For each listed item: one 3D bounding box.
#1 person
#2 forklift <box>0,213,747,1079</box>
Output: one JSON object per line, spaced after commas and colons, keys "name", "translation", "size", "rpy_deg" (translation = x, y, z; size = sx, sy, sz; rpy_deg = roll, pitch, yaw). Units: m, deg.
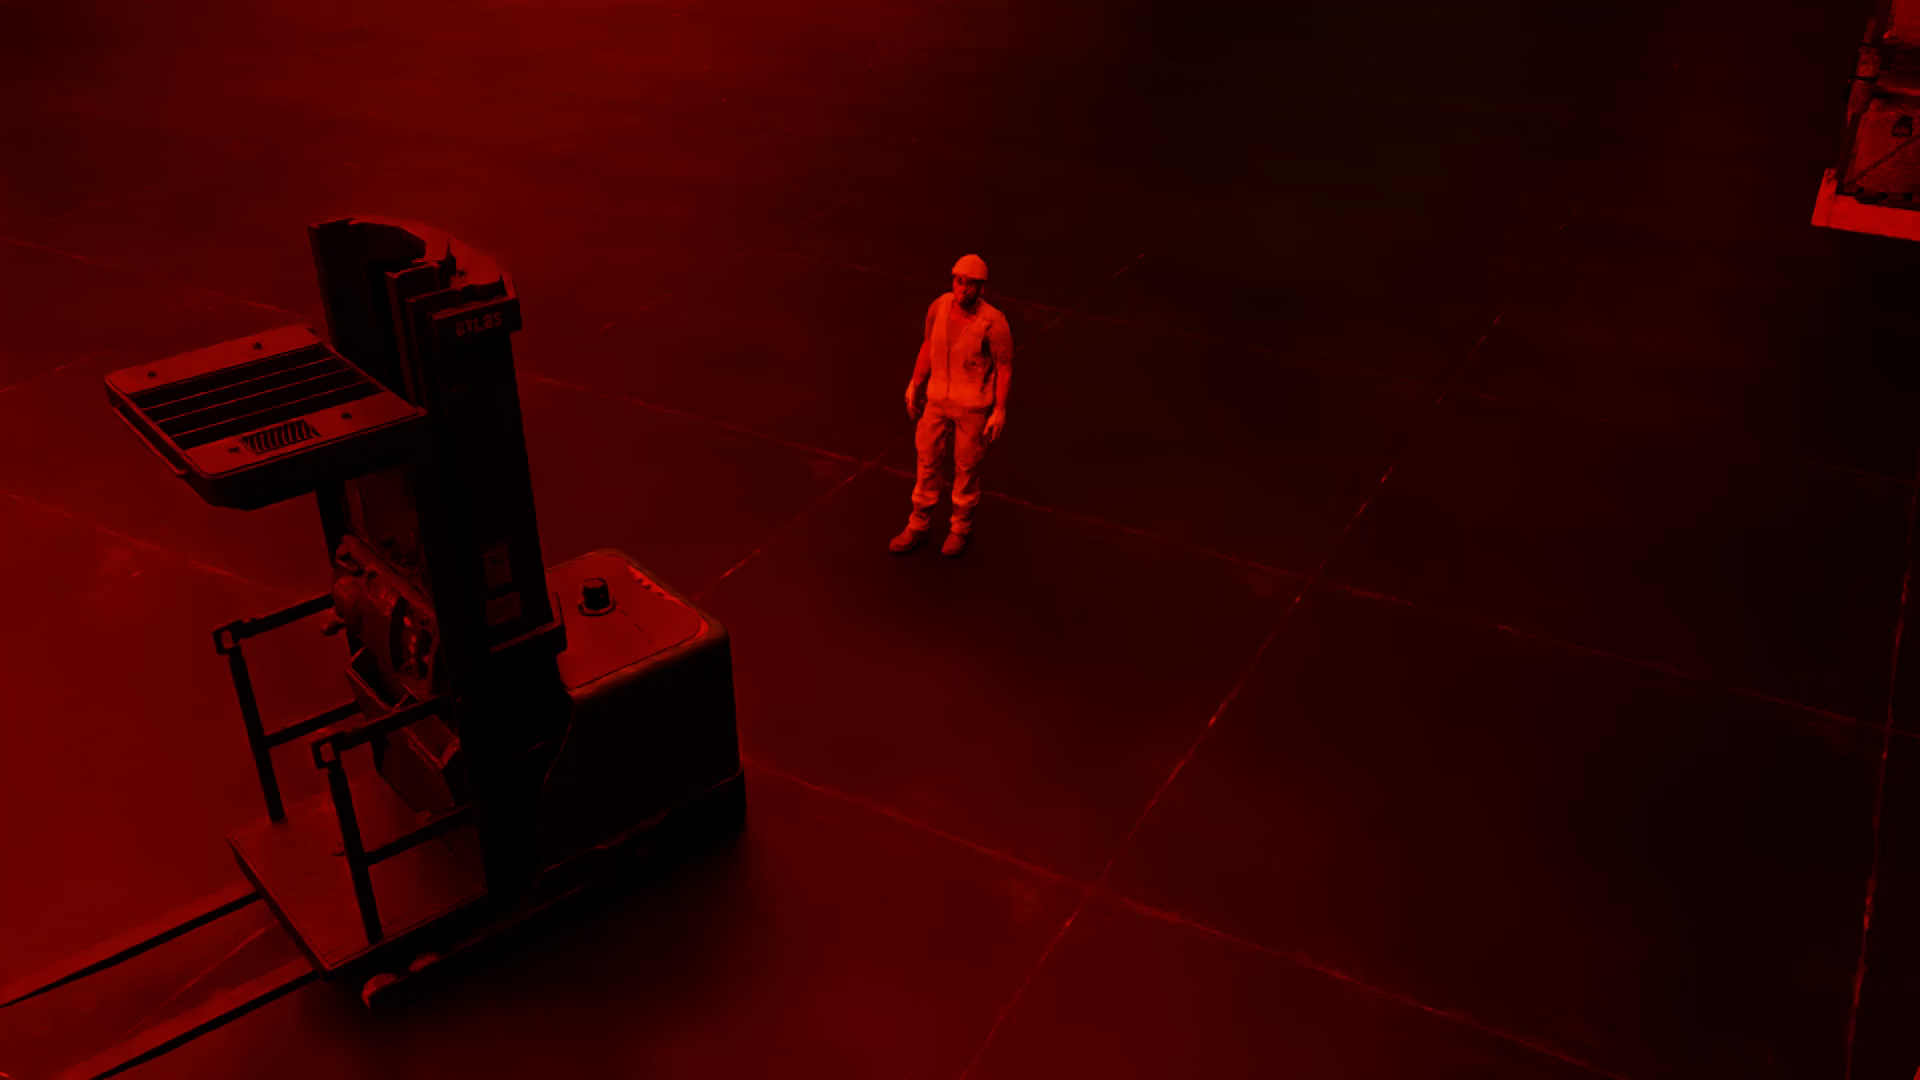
{"name": "person", "translation": [-0.049, -0.748, 9.496], "size": [0.637, 1.787, 0.563], "rpy_deg": [15, 33, 25]}
{"name": "forklift", "translation": [-2.431, 0.343, 6.477], "size": [3.031, 2.935, 1.130], "rpy_deg": [-24, 37, -35]}
